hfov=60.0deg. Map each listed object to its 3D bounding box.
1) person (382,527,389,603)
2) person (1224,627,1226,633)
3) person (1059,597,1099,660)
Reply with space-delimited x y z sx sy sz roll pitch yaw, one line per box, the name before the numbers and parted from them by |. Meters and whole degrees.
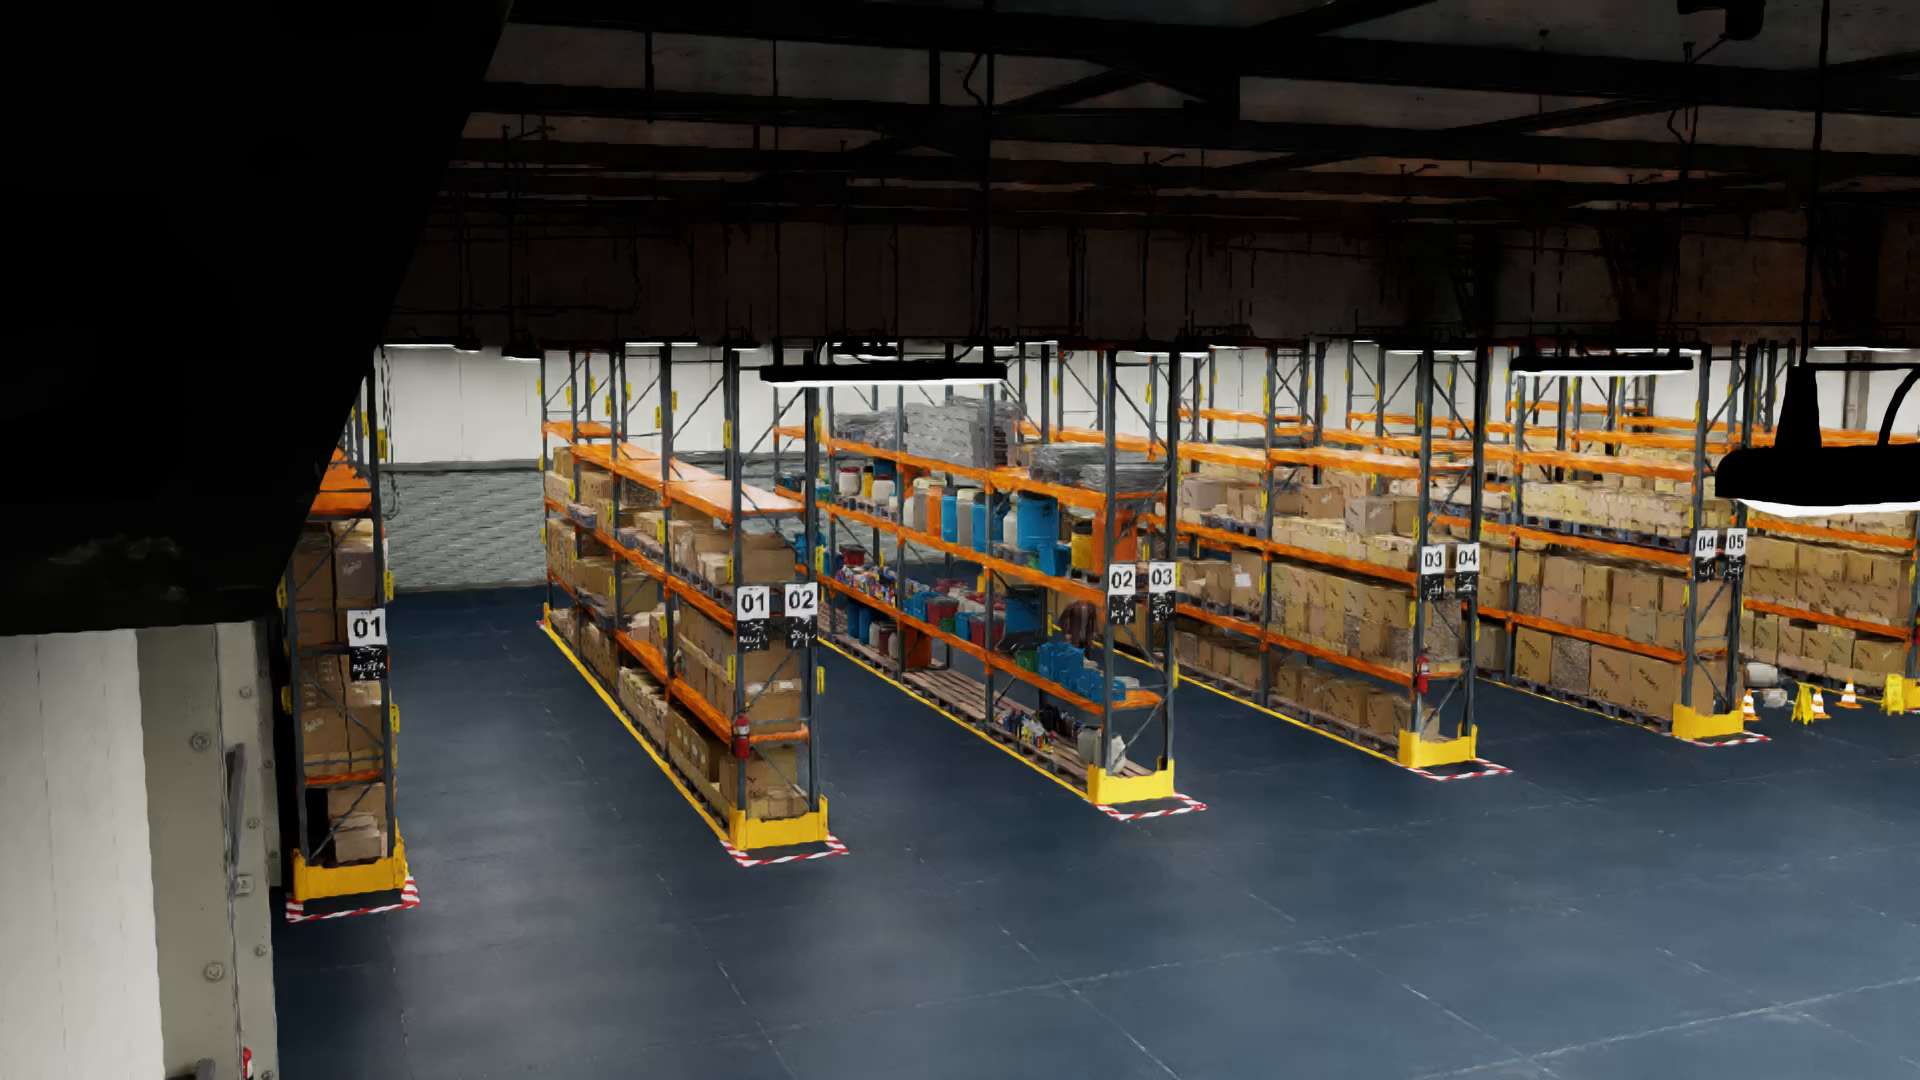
person | -13.236 0.554 37.722 0.576 1.775 0.584 5 9 33
person | 5.227 1.233 33.055 0.445 1.590 1.091 -3 8 -24
person | 2.076 1.684 29.215 0.729 1.733 0.546 -3 8 -22
